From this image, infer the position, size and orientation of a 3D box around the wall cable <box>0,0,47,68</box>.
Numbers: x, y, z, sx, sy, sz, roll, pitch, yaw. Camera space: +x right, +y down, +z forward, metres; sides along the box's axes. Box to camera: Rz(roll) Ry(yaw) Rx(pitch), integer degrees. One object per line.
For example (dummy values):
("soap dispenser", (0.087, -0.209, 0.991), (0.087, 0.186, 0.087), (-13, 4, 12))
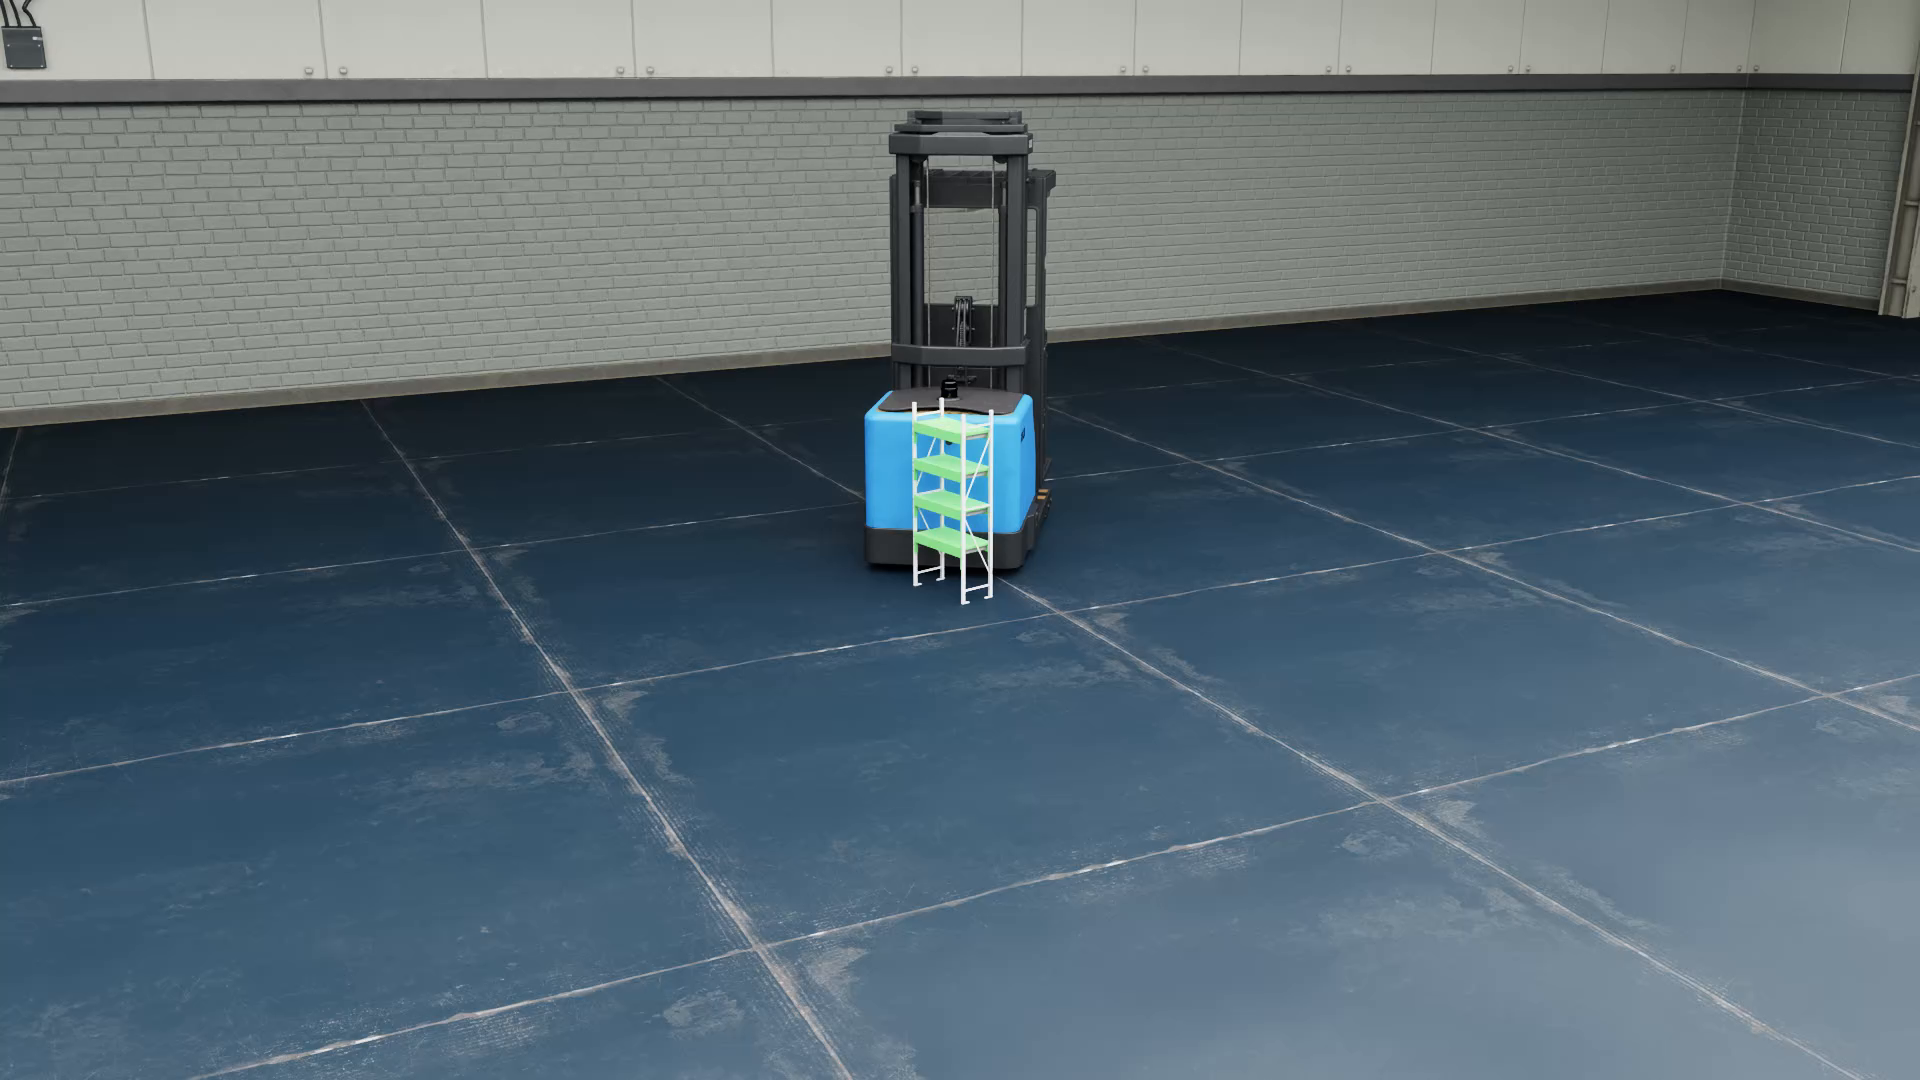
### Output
("wall cable", (-7.350, -7.182, 14.298), (2.305, 6.003, 0.169), (-8, 18, -25))

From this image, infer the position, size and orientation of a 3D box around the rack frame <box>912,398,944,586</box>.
("rack frame", (-0.201, -0.302, 10.628), (0.240, 1.200, 0.015), (-13, 20, -37))

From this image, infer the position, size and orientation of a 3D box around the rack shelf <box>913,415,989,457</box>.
("rack shelf", (-0.048, -0.650, 10.331), (0.258, 0.148, 0.480), (-13, 20, -37))

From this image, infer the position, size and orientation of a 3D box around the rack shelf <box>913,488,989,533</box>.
("rack shelf", (-0.048, -0.188, 10.463), (0.258, 0.148, 0.480), (-13, 20, -37))

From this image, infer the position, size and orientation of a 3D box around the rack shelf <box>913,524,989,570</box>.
("rack shelf", (-0.048, 0.042, 10.529), (0.258, 0.148, 0.480), (-13, 20, -37))

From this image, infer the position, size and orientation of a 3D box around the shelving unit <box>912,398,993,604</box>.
("shelving unit", (-0.048, -0.250, 10.446), (0.258, 1.200, 0.503), (-13, 20, -37))

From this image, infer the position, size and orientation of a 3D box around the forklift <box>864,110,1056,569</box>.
("forklift", (0.093, -1.581, 11.946), (1.130, 2.935, 3.031), (2, 16, 8))

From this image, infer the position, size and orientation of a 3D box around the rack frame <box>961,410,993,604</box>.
("rack frame", (0.105, -0.197, 10.263), (0.240, 1.200, 0.015), (-13, 20, -37))

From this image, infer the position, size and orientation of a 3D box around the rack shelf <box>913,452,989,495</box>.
("rack shelf", (-0.048, -0.419, 10.397), (0.258, 0.148, 0.480), (-13, 20, -37))

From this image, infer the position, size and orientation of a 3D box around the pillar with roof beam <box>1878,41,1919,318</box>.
("pillar with roof beam", (8.657, -6.800, 19.133), (9.100, 9.000, 0.400), (-8, 18, -25))
